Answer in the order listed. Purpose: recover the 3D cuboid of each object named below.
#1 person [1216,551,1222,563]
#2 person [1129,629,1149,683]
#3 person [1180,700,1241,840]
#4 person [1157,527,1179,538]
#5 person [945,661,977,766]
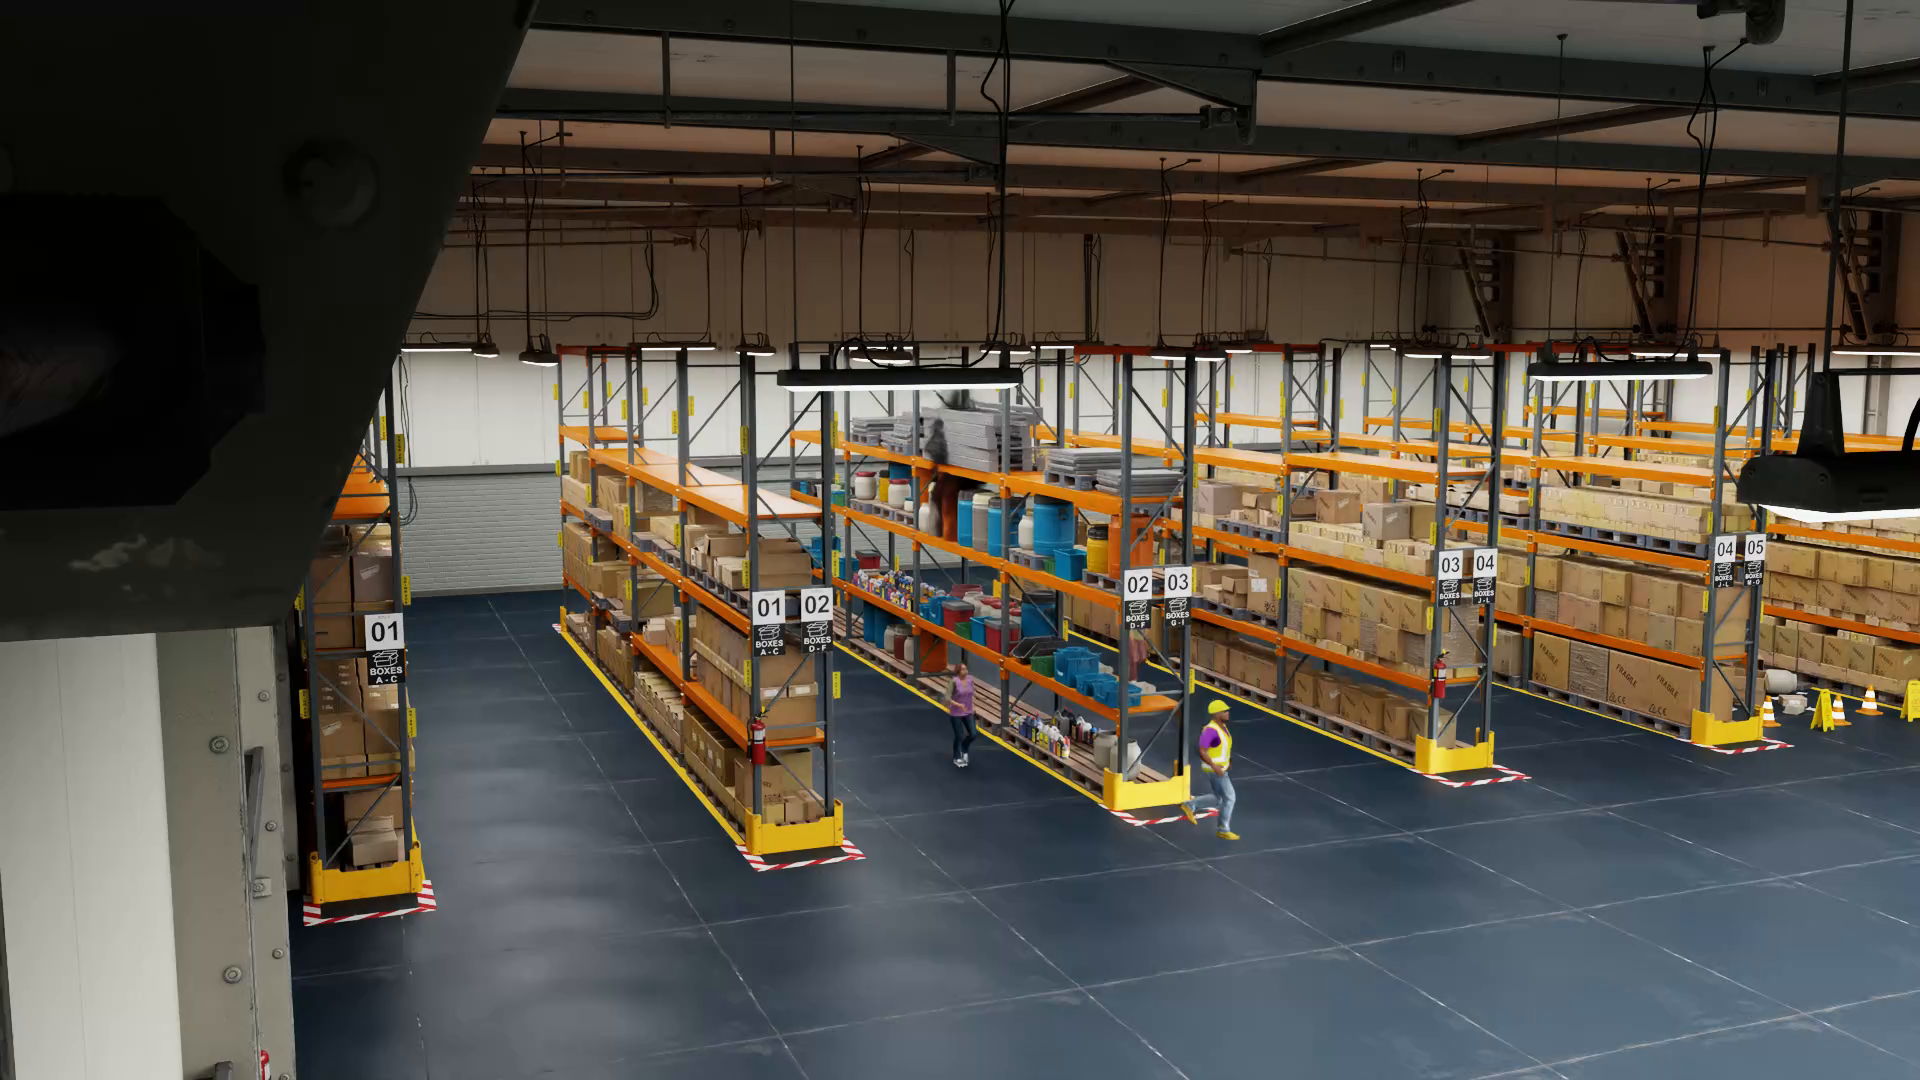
[{"bbox_3d":[6.439,0.232,41.443,0.530,1.706,0.759,2,7,12],"label":"person"},{"bbox_3d":[3.116,1.771,29.632,0.593,1.633,0.619,-2,8,-16],"label":"person"},{"bbox_3d":[3.136,2.857,20.764,0.777,1.756,0.723,2,8,17],"label":"person"},{"bbox_3d":[5.116,0.251,41.343,0.651,1.669,0.572,3,8,21],"label":"person"},{"bbox_3d":[0.033,2.562,23.937,0.533,1.468,0.576,-4,8,-27],"label":"person"}]
